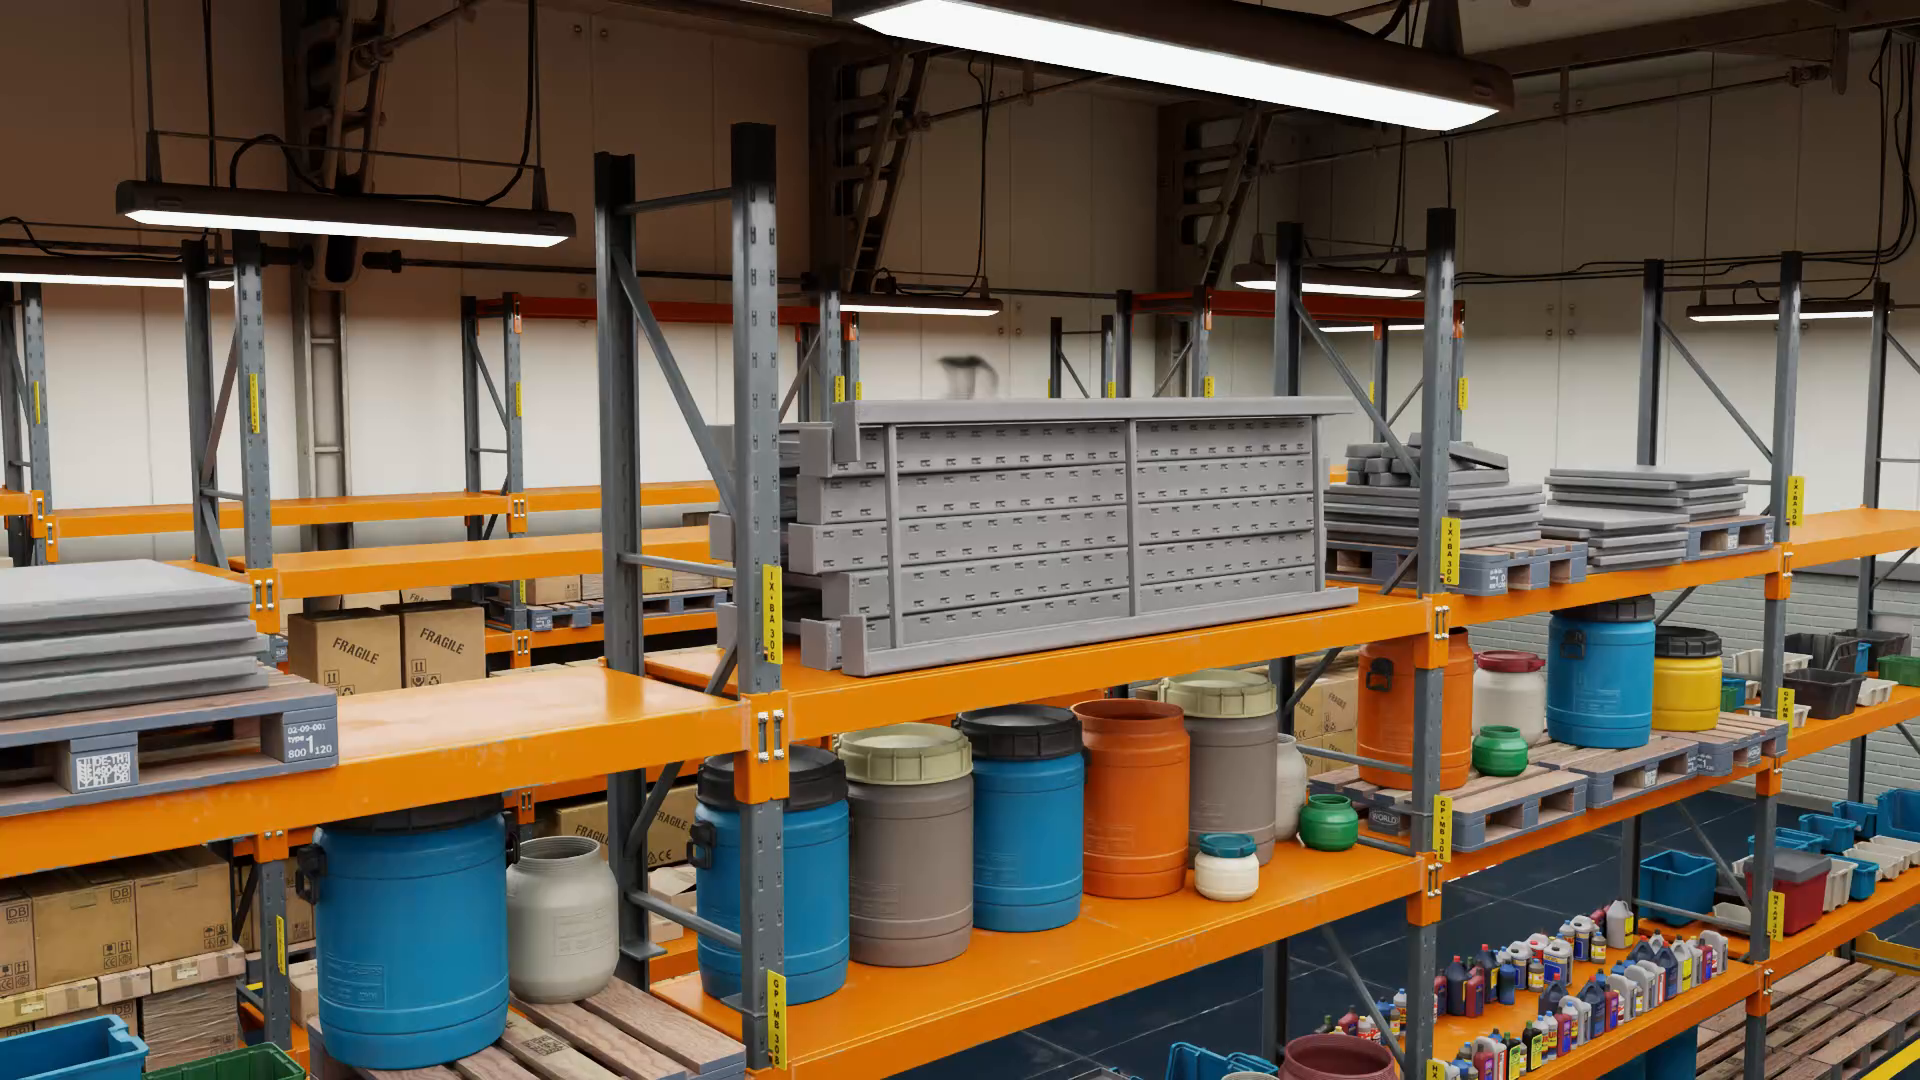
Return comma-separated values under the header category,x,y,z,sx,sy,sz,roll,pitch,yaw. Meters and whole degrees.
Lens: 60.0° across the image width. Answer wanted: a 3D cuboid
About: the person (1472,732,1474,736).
category,x,y,z,sx,sy,sz,roll,pitch,yaw
person,5.814,2.578,18.457,0.656,1.765,0.859,-3,6,-32
